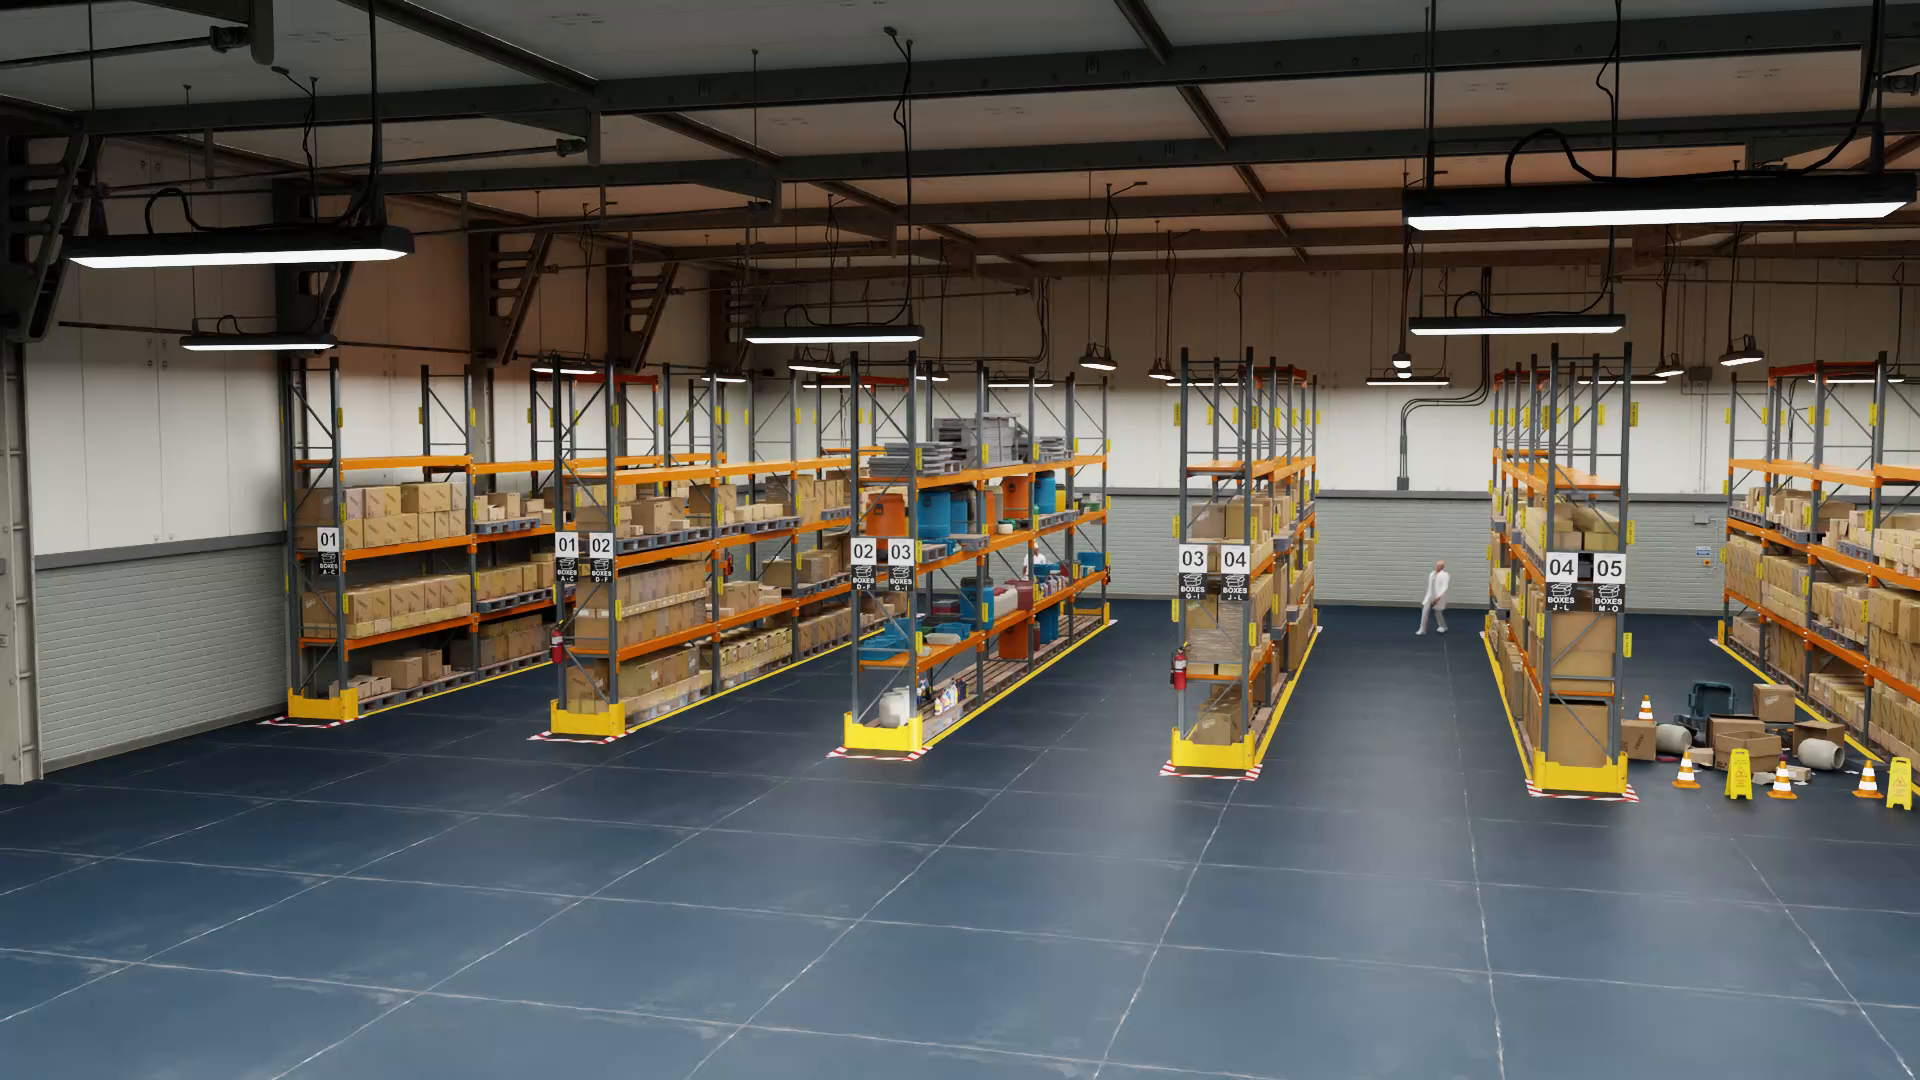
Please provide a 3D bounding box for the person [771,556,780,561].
[{"bbox_3d":[-4.229,1.263,38.741,0.507,1.809,0.568,2,5,26],"label":"person"}]

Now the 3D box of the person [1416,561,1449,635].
[{"bbox_3d":[10.939,1.331,38.218,0.591,1.714,0.949,4,6,40],"label":"person"}]

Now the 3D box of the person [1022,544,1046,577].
[{"bbox_3d":[1.903,0.951,43.185,0.583,1.717,1.001,1,4,14],"label":"person"}]
